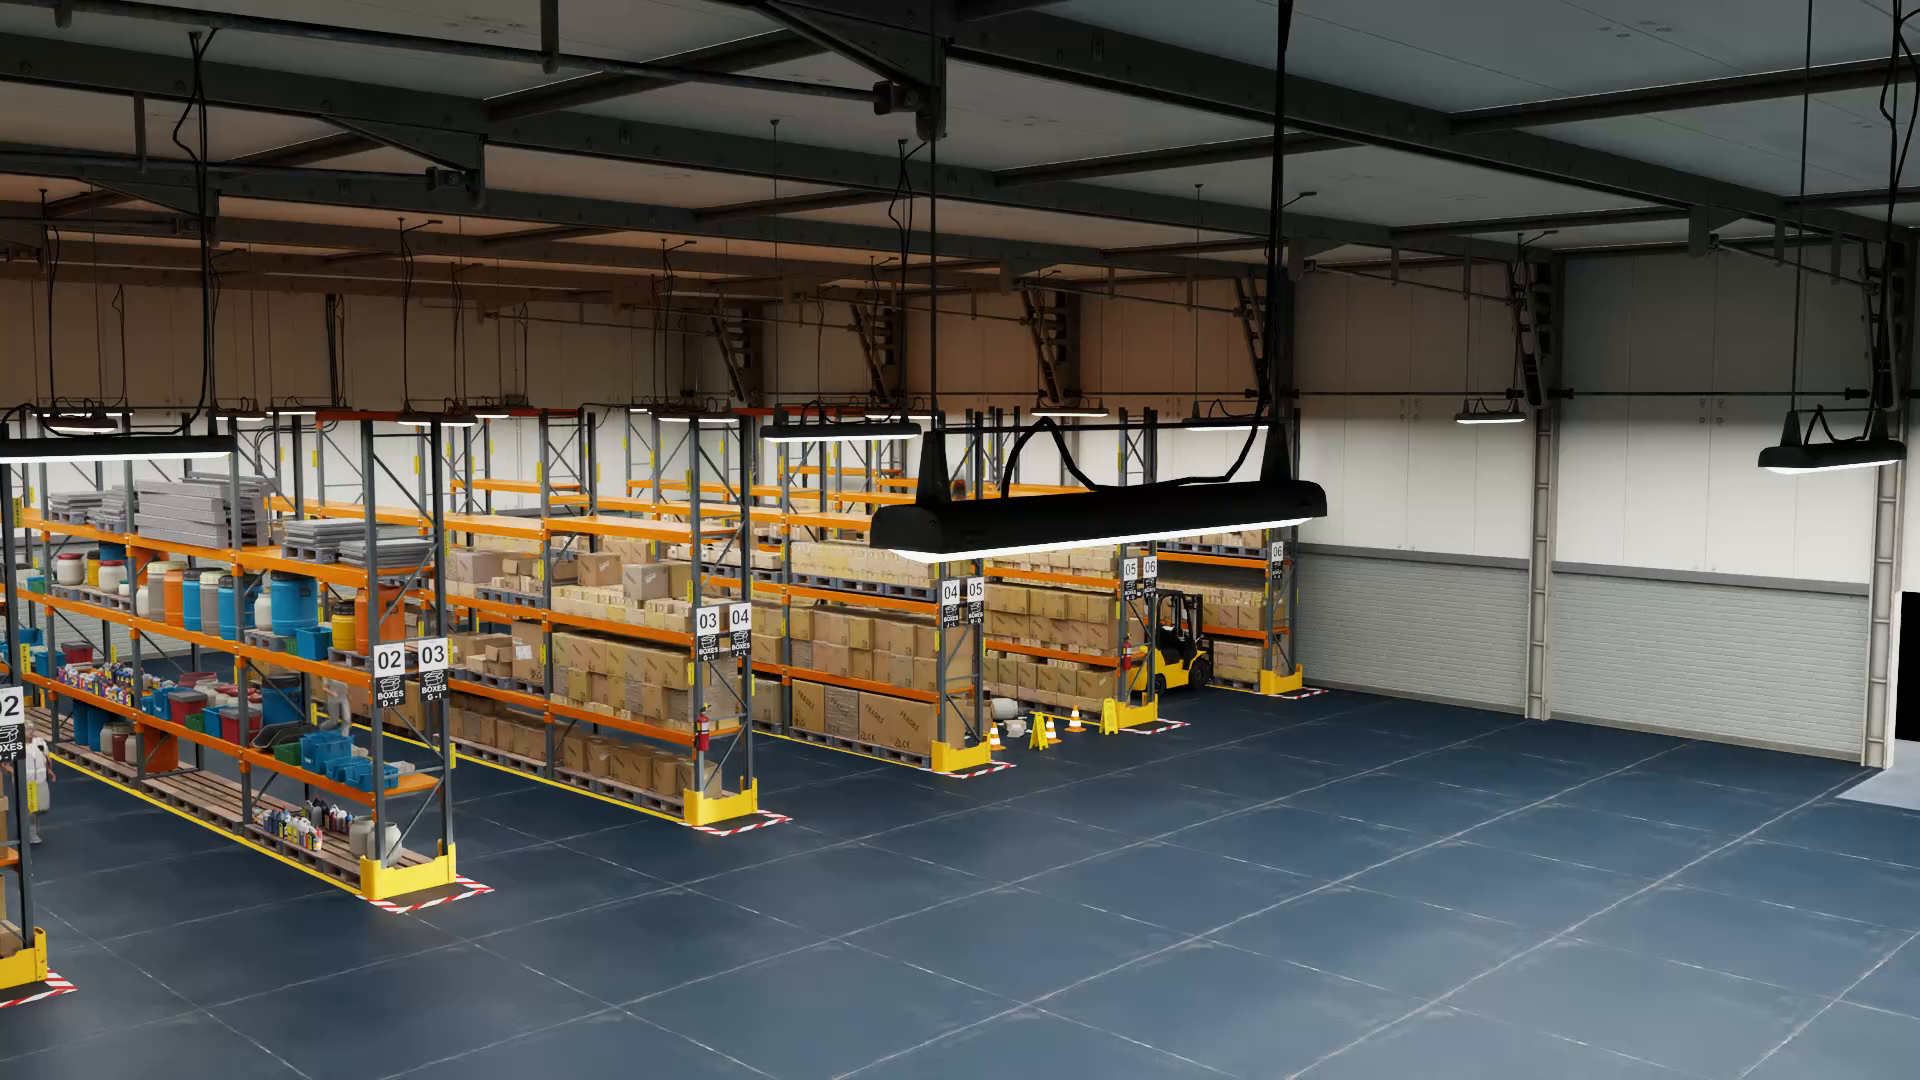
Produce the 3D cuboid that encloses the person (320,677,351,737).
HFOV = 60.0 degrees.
[{"bbox_3d":[-11.164,2.877,29.744,0.875,1.647,0.553,4,7,41],"label":"person"}]

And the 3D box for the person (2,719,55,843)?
[{"bbox_3d":[-13.163,3.392,23.511,0.603,1.746,0.665,4,6,38],"label":"person"}]
